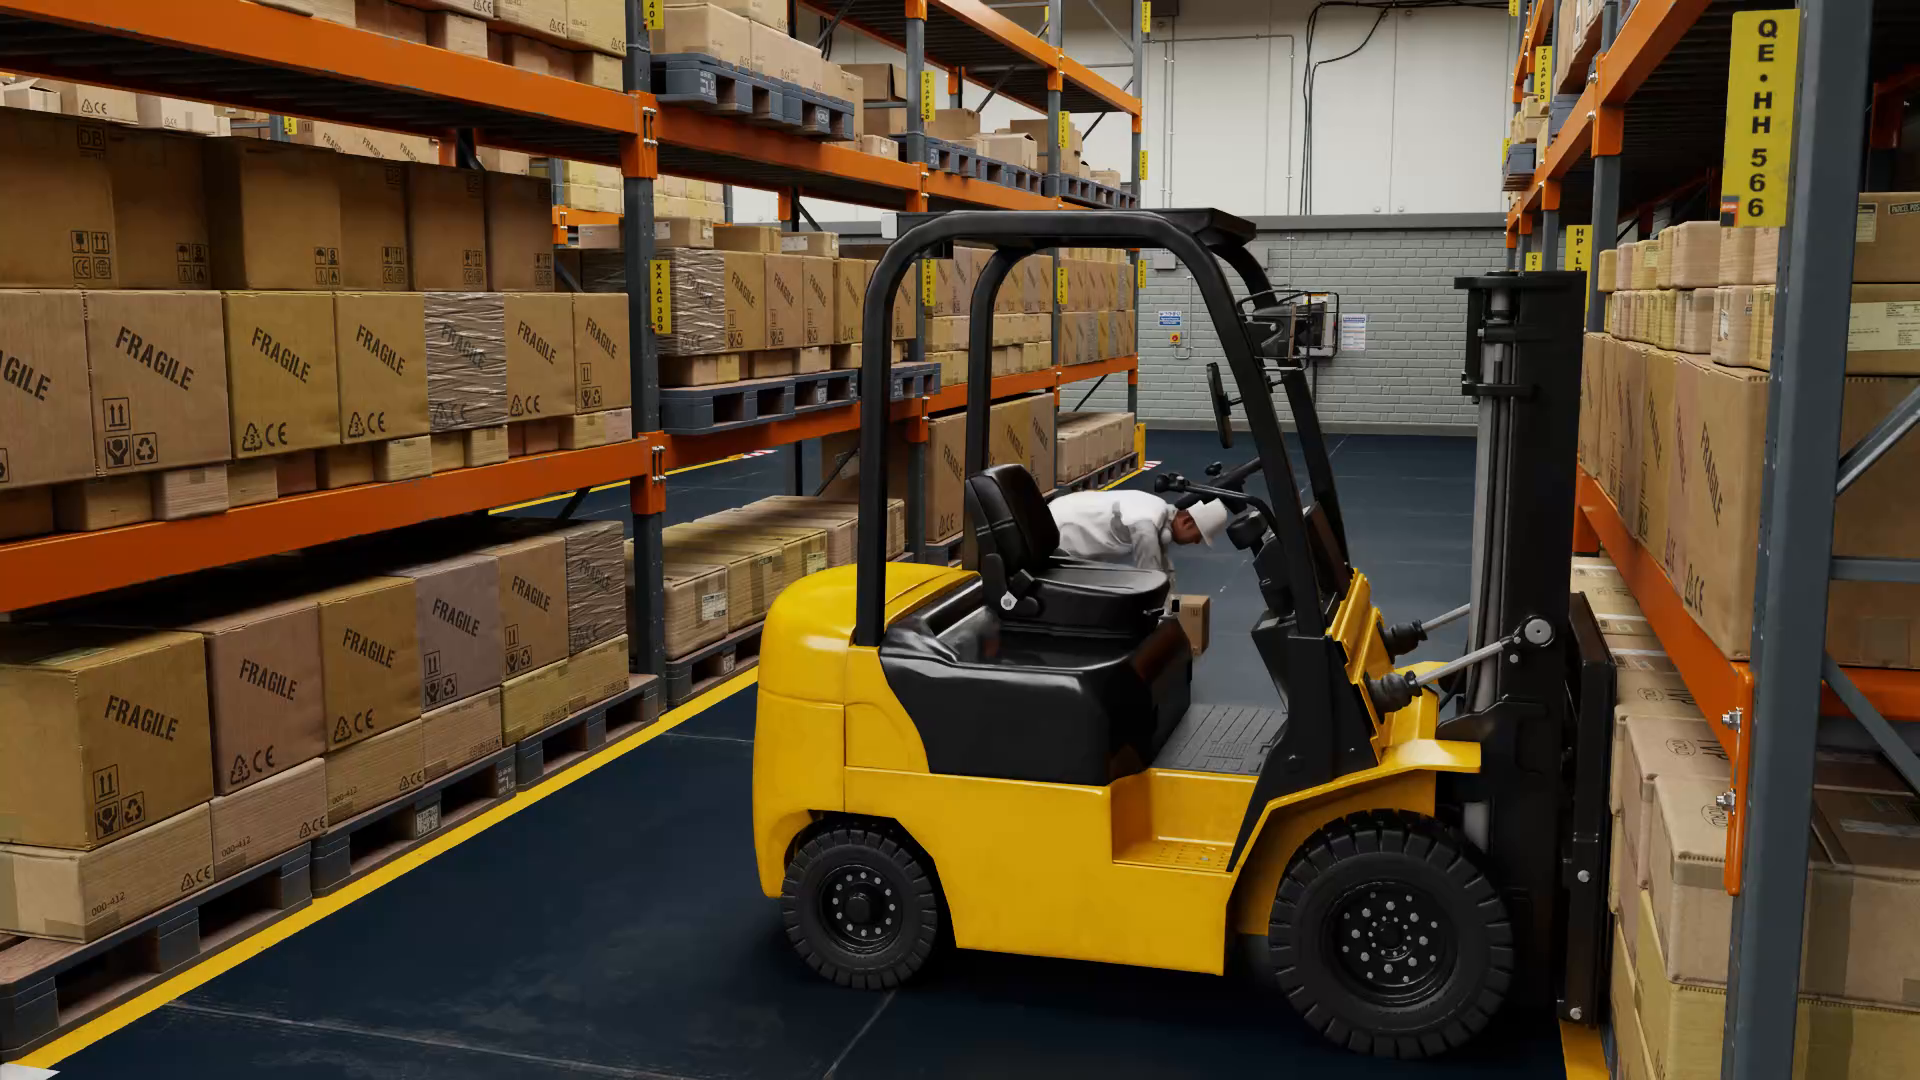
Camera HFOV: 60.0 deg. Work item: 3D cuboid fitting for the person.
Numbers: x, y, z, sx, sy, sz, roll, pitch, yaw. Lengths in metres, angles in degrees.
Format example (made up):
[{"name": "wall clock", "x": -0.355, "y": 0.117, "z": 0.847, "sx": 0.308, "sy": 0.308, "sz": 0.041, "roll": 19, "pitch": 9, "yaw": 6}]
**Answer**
[{"name": "person", "x": 0.798, "y": 0.251, "z": 8.164, "sx": 0.997, "sy": 1.011, "sz": 0.515, "roll": 2, "pitch": 8, "yaw": 13}]
